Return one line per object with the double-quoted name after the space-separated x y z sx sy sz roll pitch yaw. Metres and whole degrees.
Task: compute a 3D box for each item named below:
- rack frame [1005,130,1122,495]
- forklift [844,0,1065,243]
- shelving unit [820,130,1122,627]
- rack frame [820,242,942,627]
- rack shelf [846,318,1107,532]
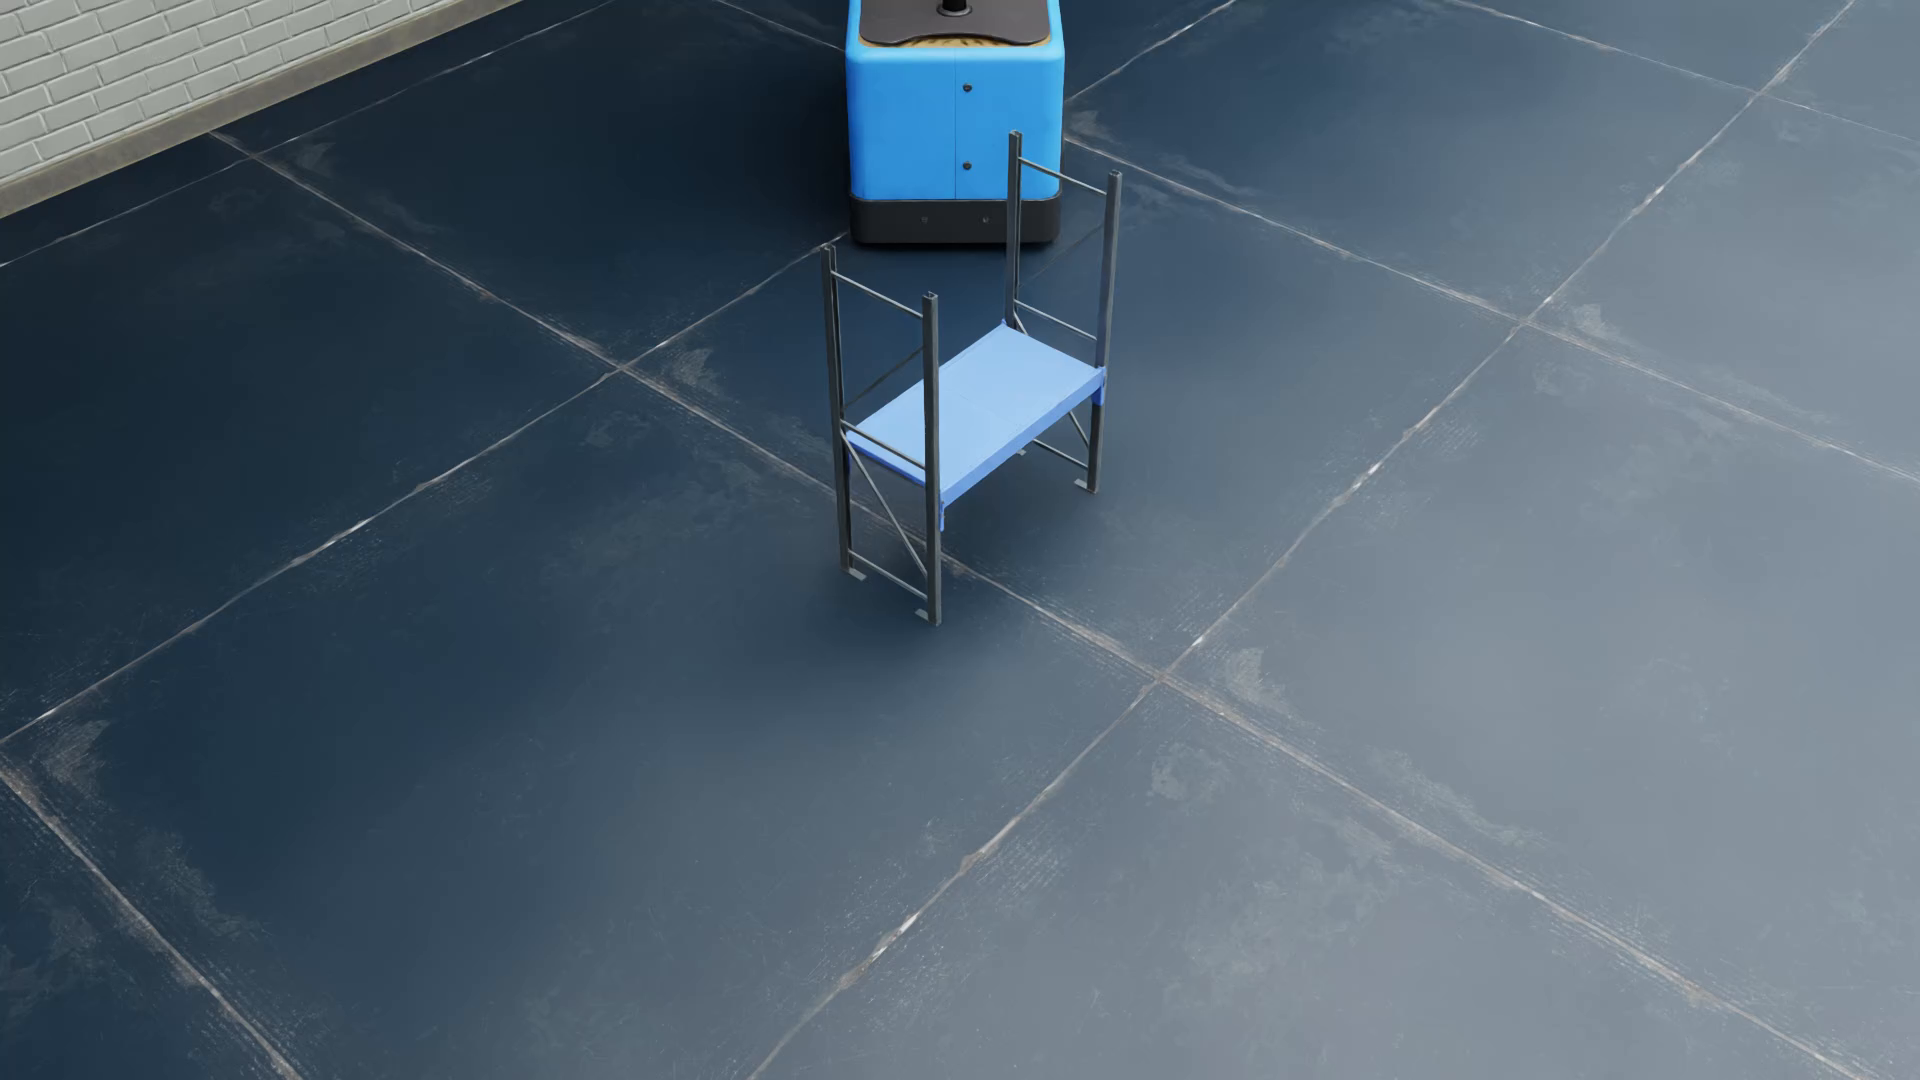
0.382 -0.861 6.582 0.500 1.500 0.032 29 50 28 "rack frame"
-0.038 -3.527 8.450 1.130 2.935 3.031 0 42 0 "forklift"
0.055 -0.599 6.294 0.538 1.500 1.048 29 50 28 "shelving unit"
-0.272 -0.337 6.006 0.500 1.500 0.032 29 50 28 "rack frame"
0.055 -0.466 6.415 0.538 0.185 1.000 29 50 28 "rack shelf"
